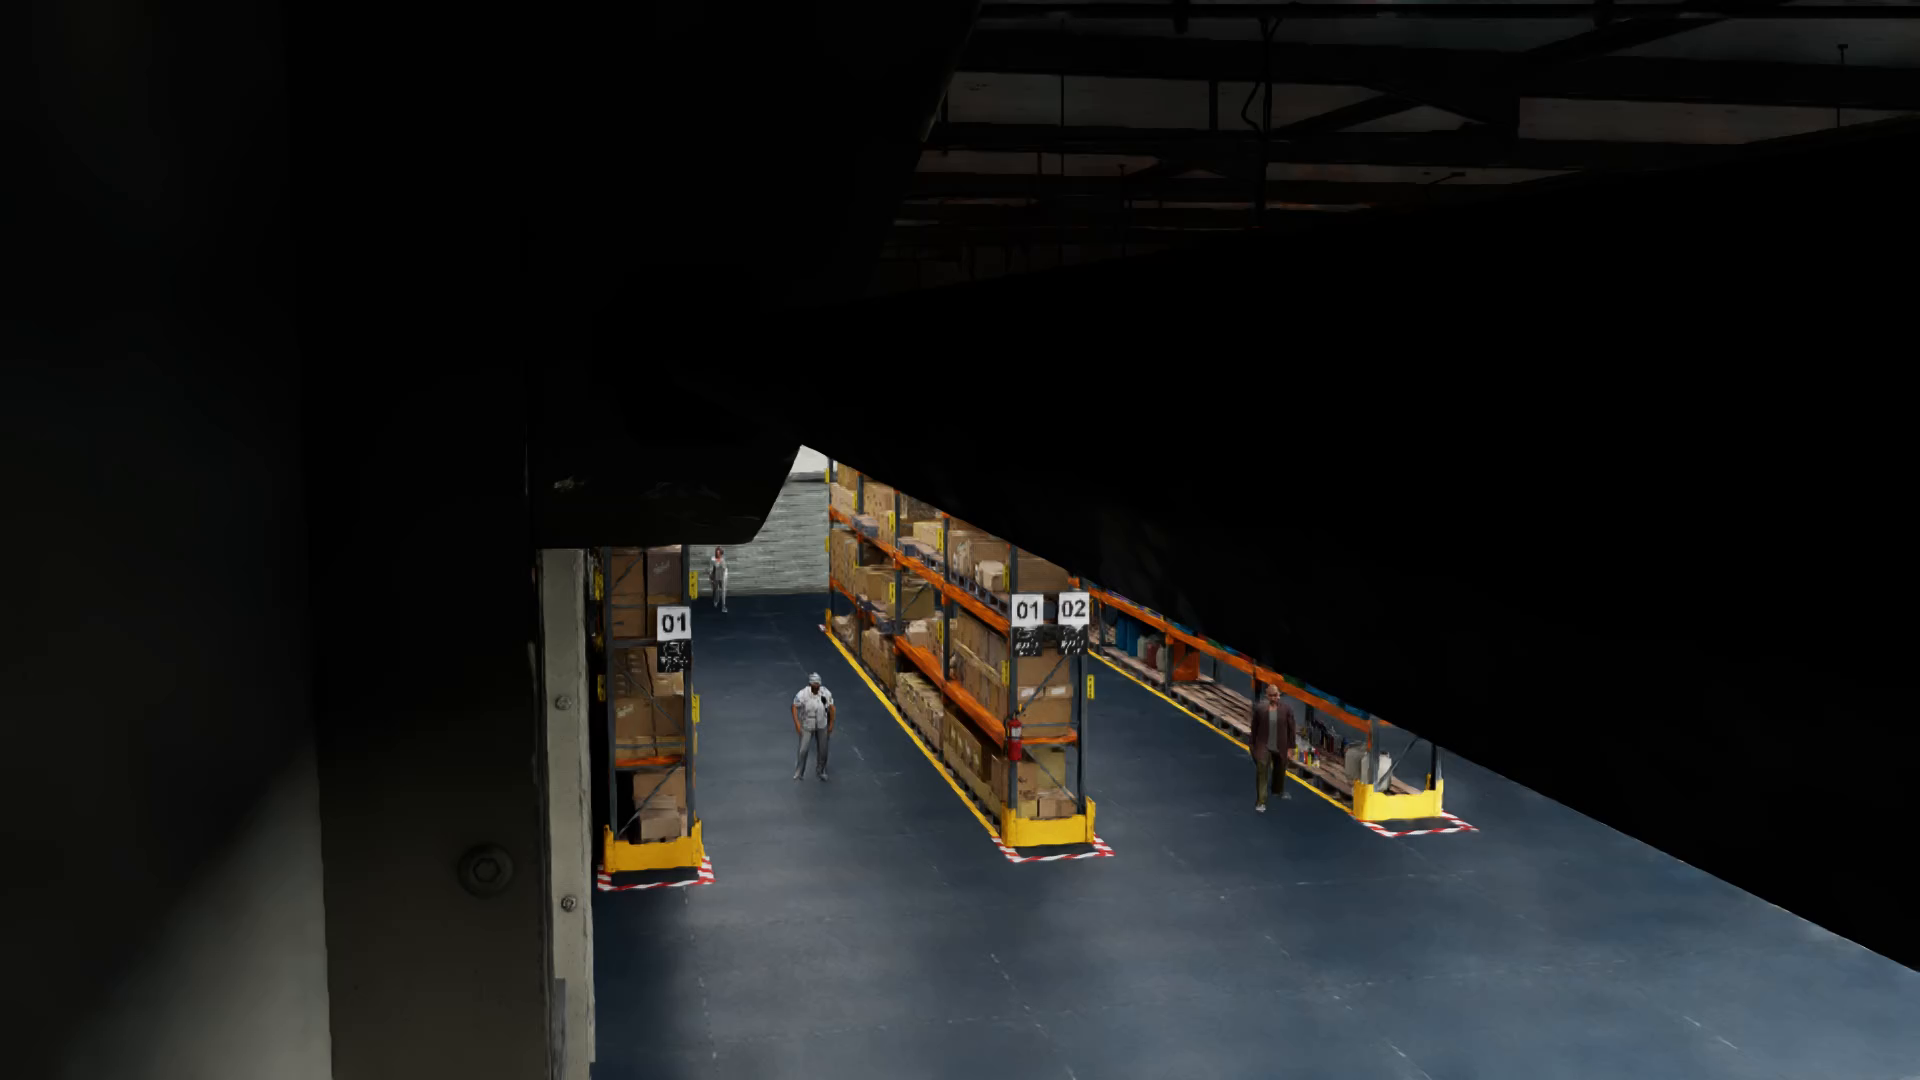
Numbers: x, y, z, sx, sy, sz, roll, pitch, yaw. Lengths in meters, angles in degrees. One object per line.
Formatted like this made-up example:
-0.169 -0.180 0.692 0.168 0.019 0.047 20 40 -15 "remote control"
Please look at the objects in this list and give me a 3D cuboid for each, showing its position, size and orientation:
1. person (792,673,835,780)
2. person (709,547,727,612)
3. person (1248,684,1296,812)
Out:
-2.113 2.693 24.034 0.625 1.611 0.575 -2 7 -13 "person"
-5.704 0.909 39.237 0.417 1.517 1.037 -1 7 -10 "person"
4.256 2.795 22.659 0.634 1.722 1.039 1 7 8 "person"
